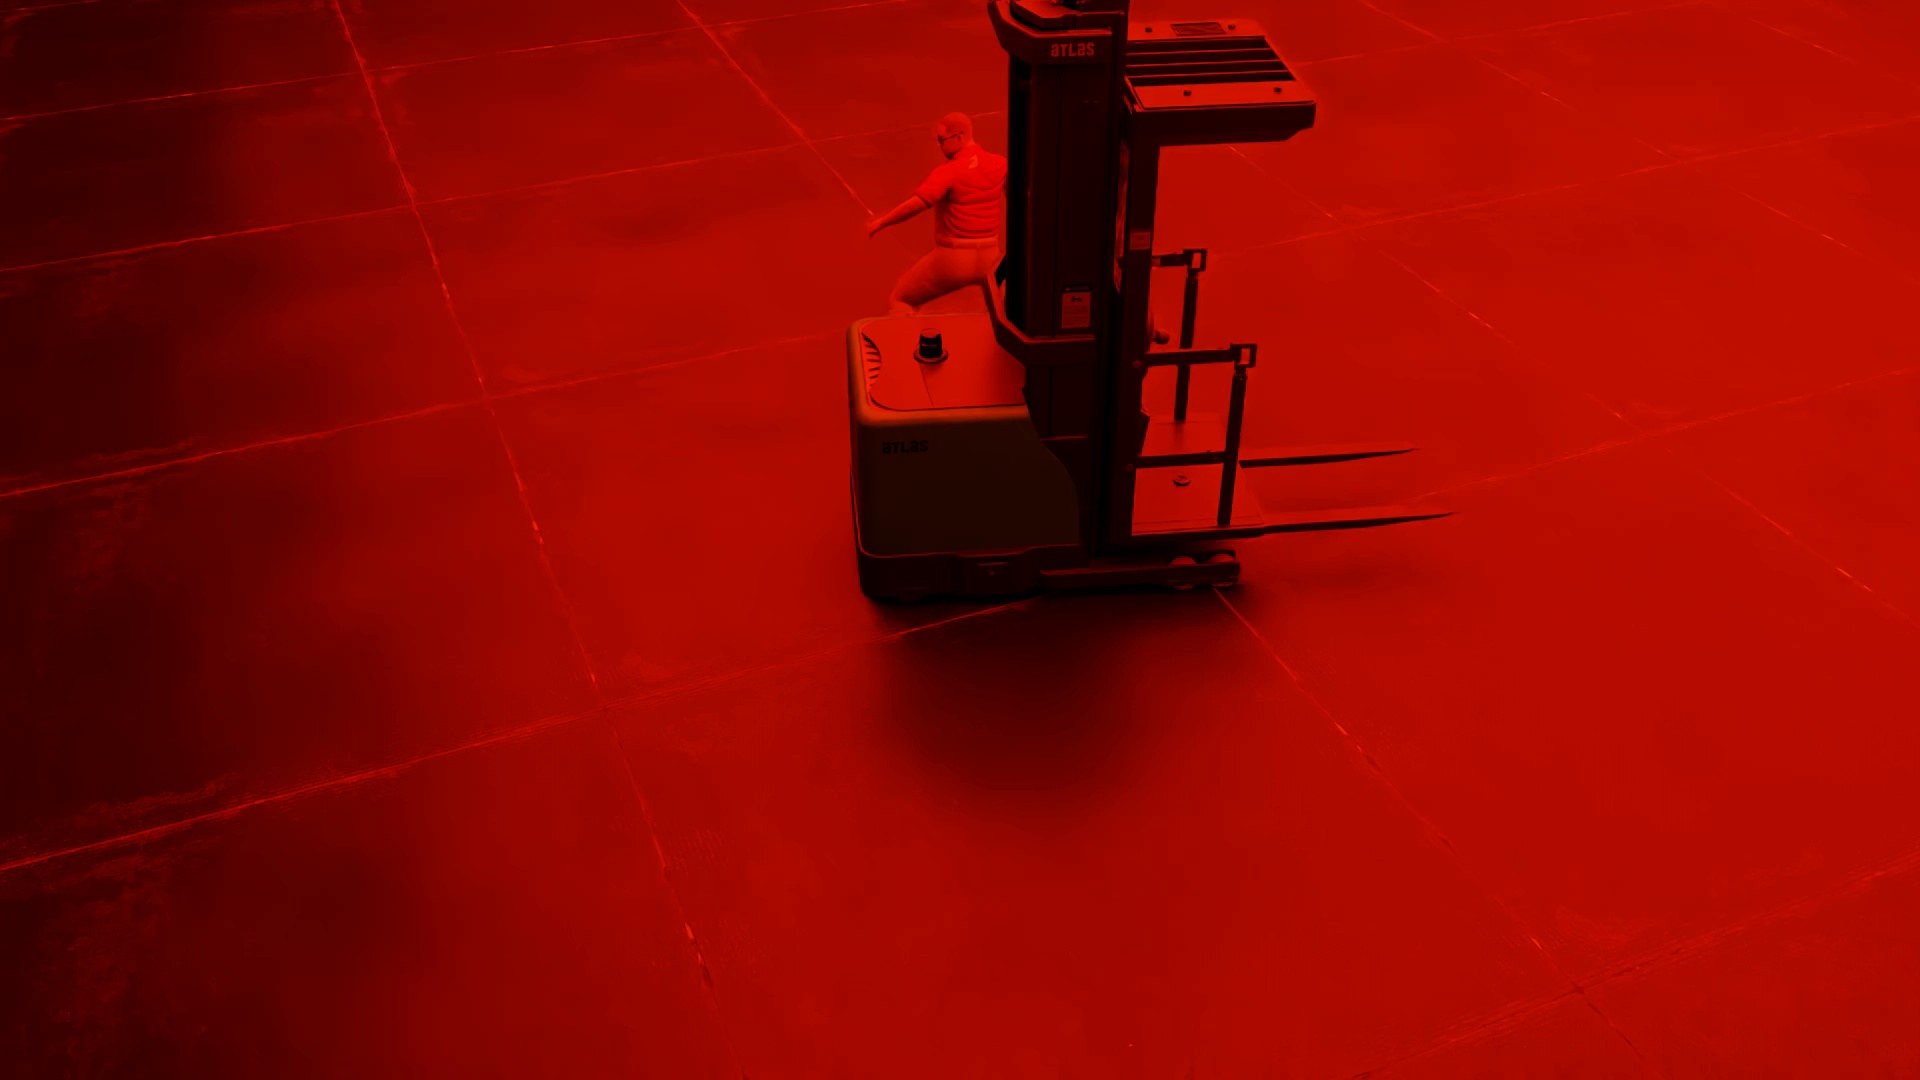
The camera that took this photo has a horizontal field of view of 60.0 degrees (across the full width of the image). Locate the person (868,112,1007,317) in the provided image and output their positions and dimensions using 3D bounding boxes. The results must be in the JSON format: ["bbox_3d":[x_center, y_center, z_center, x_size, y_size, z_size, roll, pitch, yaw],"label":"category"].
[{"bbox_3d":[0.069,-1.672,9.711,1.186,1.664,0.539,-17,39,-22],"label":"person"}]

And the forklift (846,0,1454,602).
[{"bbox_3d":[0.969,-1.249,7.855,3.031,2.935,1.130,-4,36,-5],"label":"forklift"}]
